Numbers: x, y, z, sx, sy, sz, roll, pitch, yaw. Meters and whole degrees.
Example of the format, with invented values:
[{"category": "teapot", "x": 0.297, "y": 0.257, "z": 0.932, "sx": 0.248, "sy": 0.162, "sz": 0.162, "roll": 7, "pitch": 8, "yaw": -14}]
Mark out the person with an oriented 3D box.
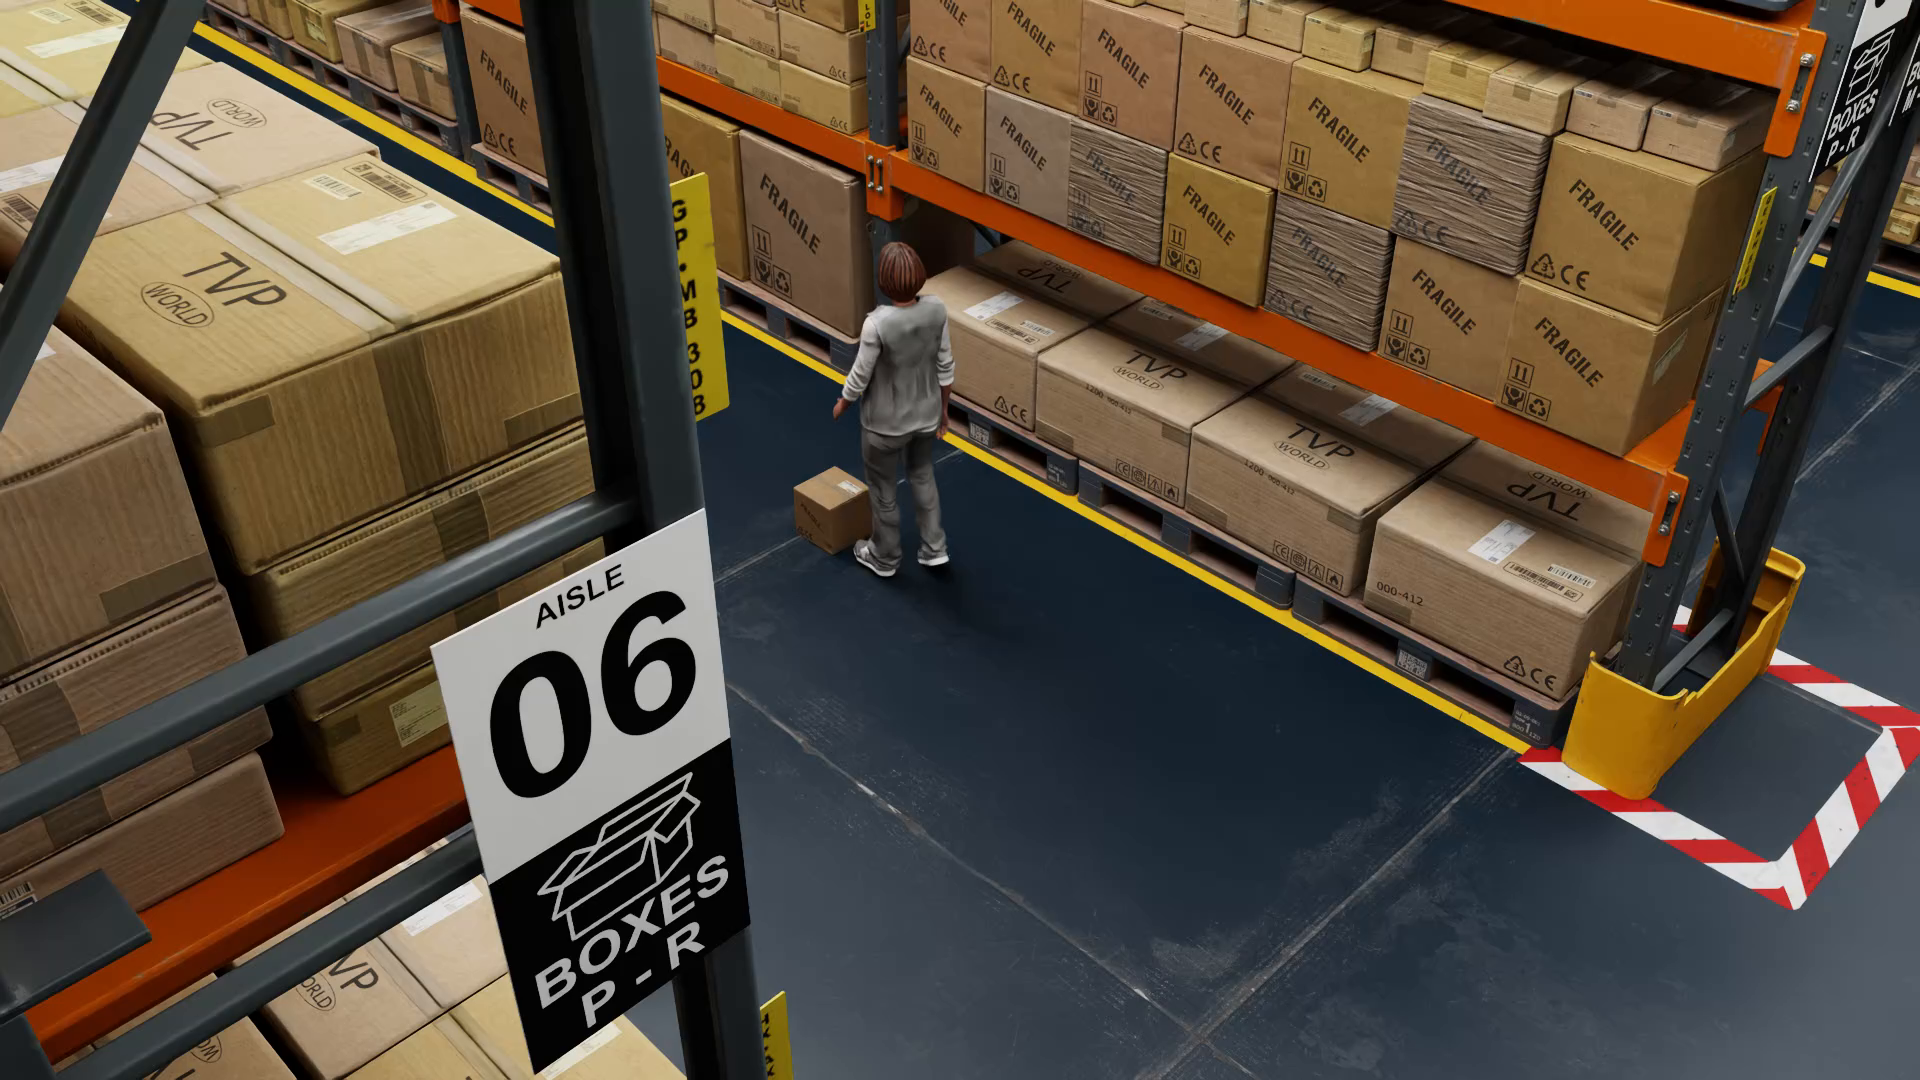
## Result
[{"category": "person", "x": -0.278, "y": -0.502, "z": 6.855, "sx": 0.438, "sy": 1.629, "sz": 0.434, "roll": -22, "pitch": 41, "yaw": -27}]
